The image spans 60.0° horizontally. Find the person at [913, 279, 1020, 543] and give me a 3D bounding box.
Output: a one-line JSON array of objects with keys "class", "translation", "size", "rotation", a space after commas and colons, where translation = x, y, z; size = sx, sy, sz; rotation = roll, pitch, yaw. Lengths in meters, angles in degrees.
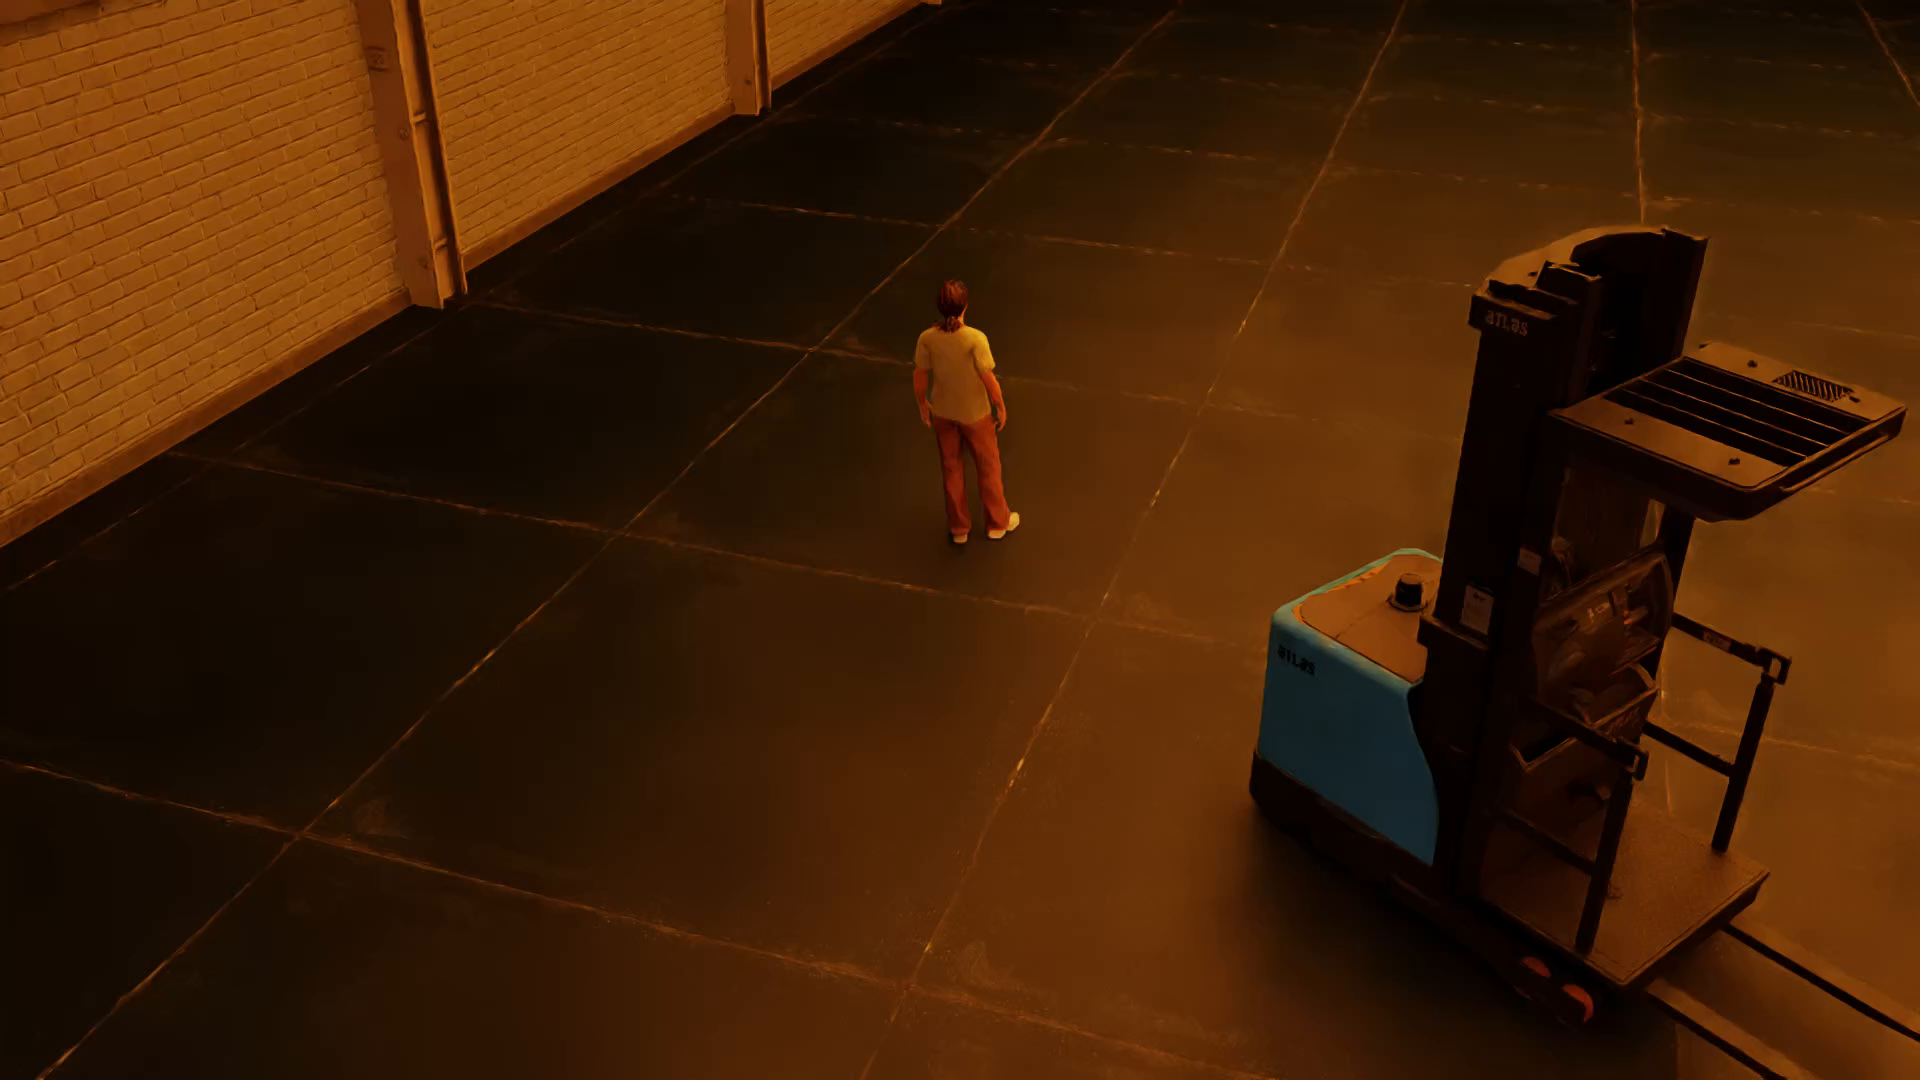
[{"class": "person", "translation": [0.039, -0.665, 9.805], "size": [0.552, 1.427, 0.526], "rotation": [10, 31, 16]}]

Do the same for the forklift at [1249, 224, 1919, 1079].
[{"class": "forklift", "translation": [2.675, 0.397, 6.440], "size": [1.130, 2.935, 3.031], "rotation": [-21, 36, -32]}]
